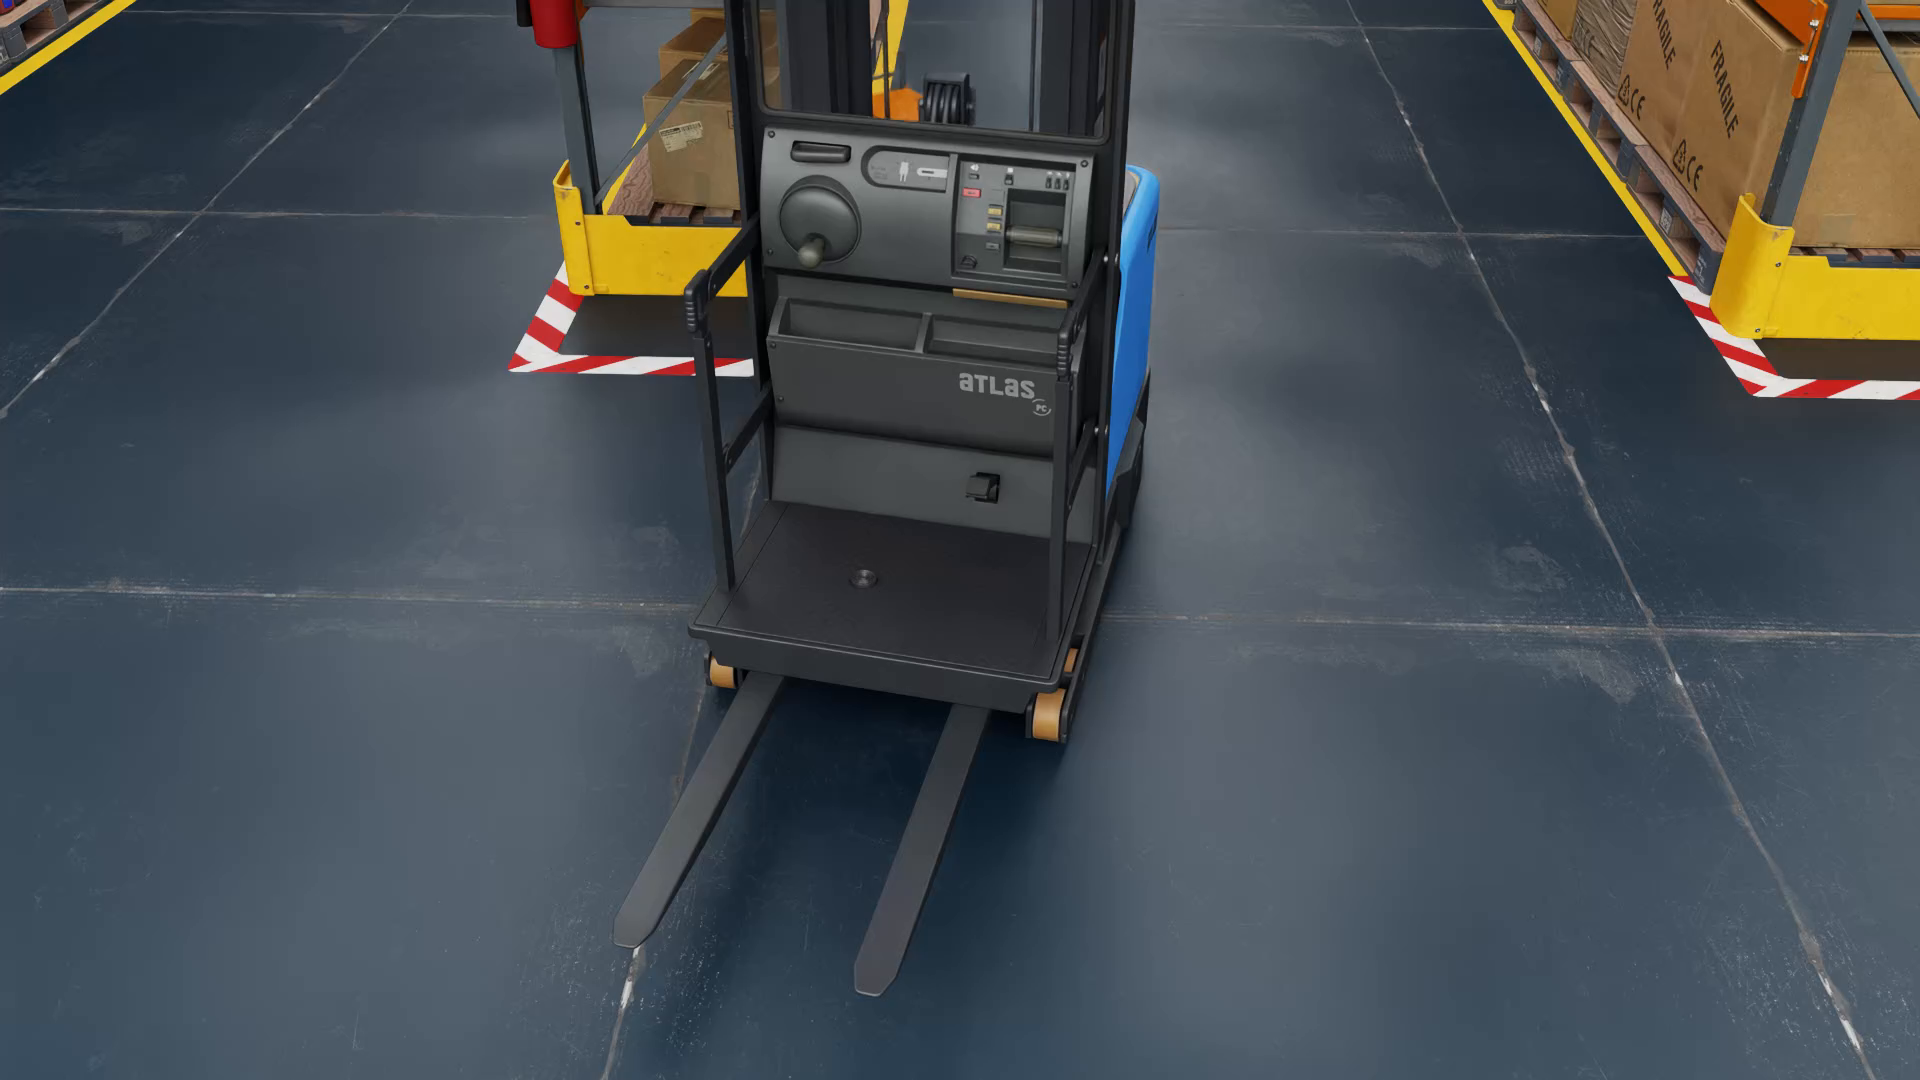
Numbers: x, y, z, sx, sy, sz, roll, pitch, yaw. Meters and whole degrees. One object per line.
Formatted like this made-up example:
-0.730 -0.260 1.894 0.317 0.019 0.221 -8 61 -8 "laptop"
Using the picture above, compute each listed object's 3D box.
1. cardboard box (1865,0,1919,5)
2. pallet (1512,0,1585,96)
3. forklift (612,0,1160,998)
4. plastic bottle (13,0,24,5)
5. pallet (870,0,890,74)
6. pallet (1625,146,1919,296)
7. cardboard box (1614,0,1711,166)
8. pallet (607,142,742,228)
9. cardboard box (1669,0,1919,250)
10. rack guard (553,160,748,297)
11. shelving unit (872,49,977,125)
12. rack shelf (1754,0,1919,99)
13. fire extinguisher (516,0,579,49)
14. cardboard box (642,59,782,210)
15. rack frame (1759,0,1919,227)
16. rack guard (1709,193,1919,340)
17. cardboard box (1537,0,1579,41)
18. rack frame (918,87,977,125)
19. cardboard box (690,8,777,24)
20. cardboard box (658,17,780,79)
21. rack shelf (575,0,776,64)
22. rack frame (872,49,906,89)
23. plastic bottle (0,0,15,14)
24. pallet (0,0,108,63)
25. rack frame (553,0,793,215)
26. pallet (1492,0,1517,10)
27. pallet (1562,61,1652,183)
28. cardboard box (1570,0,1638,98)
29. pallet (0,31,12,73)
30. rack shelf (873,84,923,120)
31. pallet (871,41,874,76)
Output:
3.785 -2.445 6.490 0.875 0.550 0.550 1 35 2 "cardboard box"
3.867 -2.892 9.681 1.003 0.211 1.213 1 35 2 "pallet"
-0.150 -0.849 4.409 1.130 2.935 3.031 8 36 11 "forklift"
-5.671 -3.364 9.849 0.144 0.351 0.185 0 35 0 "plastic bottle"
-0.968 -3.113 9.995 1.003 0.211 1.213 1 35 2 "pallet"
3.769 -1.490 7.686 1.003 0.211 1.213 1 35 2 "pallet"
3.810 -2.369 7.994 0.875 0.875 0.875 1 35 1 "cardboard box"
-1.066 -1.711 8.001 1.003 0.211 1.213 1 35 2 "pallet"
3.776 -1.863 7.275 0.875 0.875 0.875 2 35 2 "cardboard box"
-1.134 -1.363 7.255 1.175 0.500 0.348 1 35 2 "rack guard"
-0.177 -1.216 6.437 0.258 1.200 0.503 -21 40 -27 "shelving unit"
3.896 -3.024 8.070 1.077 0.370 4.000 1 35 2 "rack shelf"
-1.602 -2.255 6.417 0.296 0.674 0.183 1 35 2 "fire extinguisher"
-1.095 -1.849 7.582 0.500 0.500 0.500 8 36 11 "cardboard box"
3.815 -2.169 6.228 1.000 3.000 0.127 1 35 2 "rack frame"
3.814 -1.133 6.927 1.175 0.500 0.348 1 35 2 "rack guard"
3.881 -3.410 9.476 0.875 0.875 0.875 2 35 3 "cardboard box"
-0.043 -1.099 6.270 0.240 1.200 0.015 -21 40 -27 "rack frame"
-1.061 -2.553 8.583 0.500 0.500 0.500 4 35 6 "cardboard box"
-1.105 -2.194 8.071 0.500 0.500 0.500 10 36 14 "cardboard box"
-1.056 -3.197 8.315 1.077 0.370 4.000 1 35 2 "rack shelf"
-0.311 -1.333 6.603 0.240 1.200 0.015 -21 40 -27 "rack frame"
-5.635 -3.242 9.734 0.061 0.283 0.133 4 35 5 "plastic bottle"
-5.994 -3.229 10.161 1.003 0.211 1.213 1 35 2 "pallet"
-1.137 -2.342 6.474 1.000 3.000 0.127 1 35 2 "rack frame"
3.932 -3.772 10.933 1.003 0.211 1.213 1 35 2 "pallet"
3.821 -2.189 8.681 1.003 0.211 1.213 1 35 2 "pallet"
3.848 -2.892 8.739 0.875 0.875 0.875 2 35 2 "cardboard box"
-6.040 -2.526 9.161 1.003 0.211 1.213 1 35 2 "pallet"
-0.177 -1.537 6.211 0.258 0.148 0.480 -21 40 -27 "rack shelf"
-1.014 -2.410 8.995 1.003 0.211 1.213 1 35 2 "pallet"
